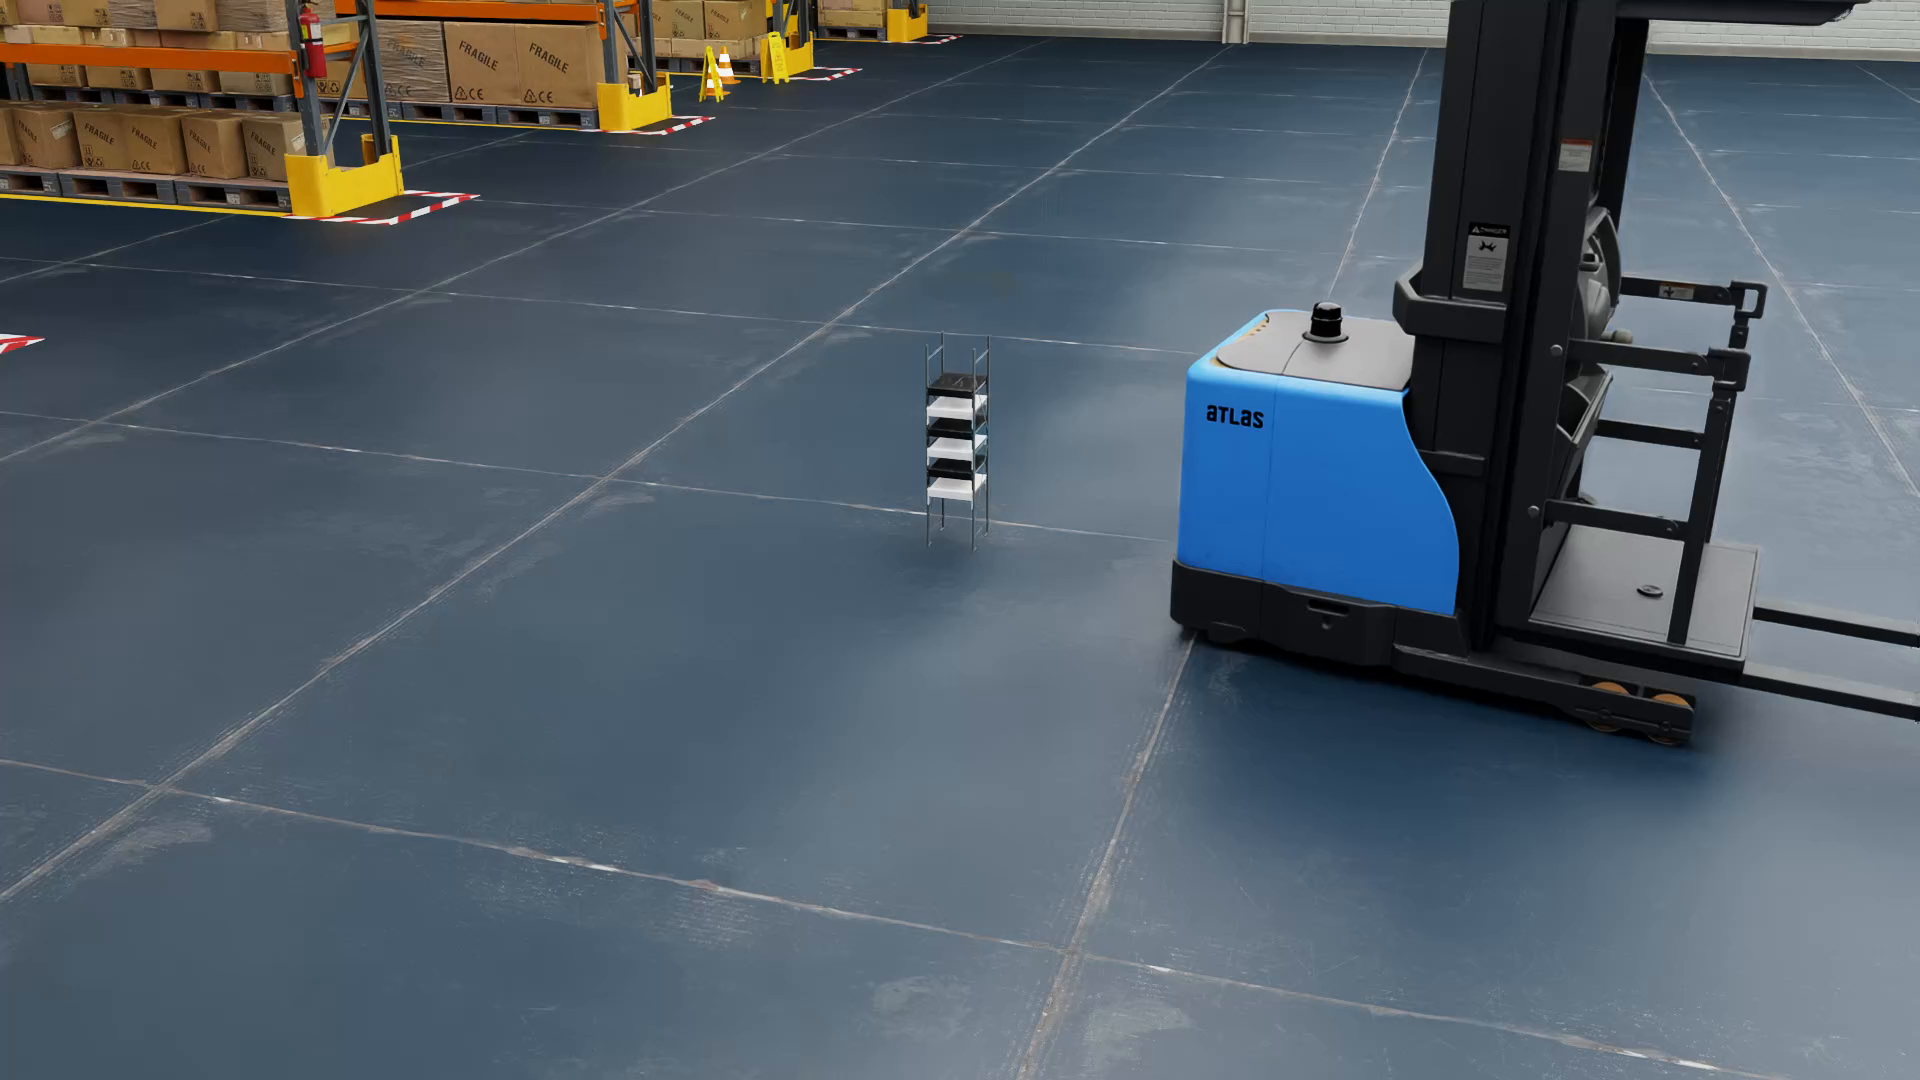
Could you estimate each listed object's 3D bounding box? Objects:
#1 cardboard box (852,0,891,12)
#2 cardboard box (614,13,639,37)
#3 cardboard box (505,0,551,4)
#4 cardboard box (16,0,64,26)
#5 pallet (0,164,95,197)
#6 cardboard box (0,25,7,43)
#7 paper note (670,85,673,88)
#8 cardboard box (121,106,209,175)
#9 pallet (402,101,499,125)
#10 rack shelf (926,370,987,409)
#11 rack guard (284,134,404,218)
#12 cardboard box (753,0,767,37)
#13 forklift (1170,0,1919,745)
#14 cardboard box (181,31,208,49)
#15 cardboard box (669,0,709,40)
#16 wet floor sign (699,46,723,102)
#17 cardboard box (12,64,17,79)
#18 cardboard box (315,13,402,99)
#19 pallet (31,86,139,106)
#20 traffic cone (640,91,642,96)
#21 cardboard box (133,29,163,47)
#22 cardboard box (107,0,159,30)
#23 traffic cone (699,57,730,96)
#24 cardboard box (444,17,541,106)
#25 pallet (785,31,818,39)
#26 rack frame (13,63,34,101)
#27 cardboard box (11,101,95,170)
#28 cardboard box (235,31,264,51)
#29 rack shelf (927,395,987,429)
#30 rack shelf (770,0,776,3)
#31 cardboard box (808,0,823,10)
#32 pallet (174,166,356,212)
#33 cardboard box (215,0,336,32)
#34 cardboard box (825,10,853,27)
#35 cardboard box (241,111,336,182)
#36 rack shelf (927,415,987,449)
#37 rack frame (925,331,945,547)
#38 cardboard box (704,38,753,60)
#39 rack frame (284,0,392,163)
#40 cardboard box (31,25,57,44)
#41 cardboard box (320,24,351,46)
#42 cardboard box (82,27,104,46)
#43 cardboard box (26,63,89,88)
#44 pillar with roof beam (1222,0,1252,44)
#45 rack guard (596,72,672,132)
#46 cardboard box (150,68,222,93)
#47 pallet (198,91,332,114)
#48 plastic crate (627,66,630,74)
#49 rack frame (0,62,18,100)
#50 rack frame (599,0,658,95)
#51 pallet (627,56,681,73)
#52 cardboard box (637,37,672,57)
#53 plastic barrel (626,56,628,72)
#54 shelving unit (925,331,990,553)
[{"bbox_3d":[-1.446,-8.775,27.120,0.500,0.250,0.500,6,23,15],"label":"cardboard box"},{"bbox_3d":[-4.650,-7.310,23.221,0.500,0.500,0.500,8,24,18],"label":"cardboard box"},{"bbox_3d":[-4.554,-6.214,18.269,0.550,0.550,0.875,7,23,16],"label":"cardboard box"},{"bbox_3d":[-7.622,-4.742,14.353,0.500,0.500,0.875,7,23,16],"label":"cardboard box"},{"bbox_3d":[-8.358,-3.365,15.194,1.213,0.211,1.003,7,23,16],"label":"pallet"},{"bbox_3d":[-8.168,-4.393,14.358,0.250,0.149,0.380,7,23,16],"label":"cardboard box"},{"bbox_3d":[-3.799,-5.884,21.575,0.142,0.019,0.148,-1,22,-3],"label":"paper note"},{"bbox_3d":[-6.951,-3.518,14.634,0.500,0.500,0.500,9,24,20],"label":"cardboard box"},{"bbox_3d":[-5.605,-4.971,19.112,1.213,0.211,1.003,7,23,15],"label":"pallet"},{"bbox_3d":[-0.008,-0.636,7.012,0.200,0.077,0.258,7,23,15],"label":"rack shelf"},{"bbox_3d":[-5.255,-3.129,14.239,0.348,0.500,1.175,7,23,16],"label":"rack guard"},{"bbox_3d":[-3.035,-7.338,23.288,0.500,0.500,0.500,6,23,14],"label":"cardboard box"},{"bbox_3d":[2.356,-0.898,5.597,3.031,2.935,1.130,11,25,25],"label":"forklift"},{"bbox_3d":[-6.243,-4.186,13.854,0.250,0.149,0.380,7,23,16],"label":"cardboard box"},{"bbox_3d":[-3.662,-7.196,22.941,0.500,0.500,0.500,7,23,17],"label":"cardboard box"},{"bbox_3d":[-3.053,-5.695,20.303,0.232,0.644,0.267,3,22,6],"label":"wet floor sign"},{"bbox_3d":[-12.017,-5.960,20.587,0.500,0.500,0.500,6,23,15],"label":"cardboard box"},{"bbox_3d":[-6.900,-5.623,19.273,0.875,0.875,0.875,7,23,16],"label":"cardboard box"},{"bbox_3d":[-10.579,-5.541,20.500,1.213,0.211,1.003,7,23,16],"label":"pallet"},{"bbox_3d":[-3.751,-5.468,19.992,0.334,0.463,0.336,7,23,16],"label":"traffic cone"},{"bbox_3d":[-6.716,-4.248,14.005,0.250,0.149,0.380,7,23,16],"label":"cardboard box"},{"bbox_3d":[-6.680,-4.613,14.039,0.500,0.500,0.875,7,23,16],"label":"cardboard box"},{"bbox_3d":[-3.099,-5.842,20.902,0.334,0.463,0.336,7,23,16],"label":"traffic cone"},{"bbox_3d":[-5.164,-5.425,18.790,0.875,0.875,0.875,6,23,15],"label":"cardboard box"},{"bbox_3d":[-2.798,-8.594,27.944,1.213,0.211,1.003,7,23,15],"label":"pallet"},{"bbox_3d":[-11.312,-6.945,20.248,0.127,3.000,1.000,7,23,16],"label":"rack frame"},{"bbox_3d":[-8.090,-3.635,14.919,0.500,0.500,0.500,15,27,32],"label":"cardboard box"},{"bbox_3d":[-5.754,-4.145,13.752,0.250,0.149,0.380,7,23,16],"label":"cardboard box"},{"bbox_3d":[-0.008,-0.553,7.046,0.200,0.077,0.258,7,23,15],"label":"rack shelf"},{"bbox_3d":[-4.234,-7.764,23.193,4.000,0.370,1.077,7,23,16],"label":"rack shelf"},{"bbox_3d":[-2.423,-8.882,27.383,0.500,0.250,0.500,6,23,14],"label":"cardboard box"},{"bbox_3d":[-6.022,-3.097,14.542,1.213,0.211,1.003,7,23,16],"label":"pallet"},{"bbox_3d":[-5.701,-4.531,13.840,0.500,0.500,0.875,7,23,16],"label":"cardboard box"},{"bbox_3d":[-1.904,-8.598,27.349,0.500,0.250,0.500,7,23,15],"label":"cardboard box"},{"bbox_3d":[-5.775,-3.389,14.321,0.500,0.500,0.500,11,25,25],"label":"cardboard box"},{"bbox_3d":[-0.008,-0.470,7.080,0.200,0.077,0.258,7,23,15],"label":"rack shelf"},{"bbox_3d":[-0.105,-0.428,7.129,0.006,0.900,0.240,7,23,16],"label":"rack frame"},{"bbox_3d":[-3.194,-6.793,22.948,0.500,0.250,0.500,6,23,15],"label":"cardboard box"},{"bbox_3d":[-5.182,-4.277,13.744,0.127,3.000,1.000,7,23,16],"label":"rack frame"},{"bbox_3d":[-7.689,-4.338,14.225,0.250,0.149,0.380,7,23,16],"label":"cardboard box"},{"bbox_3d":[-5.386,-4.279,14.079,0.250,0.149,0.380,7,23,16],"label":"cardboard box"},{"bbox_3d":[-7.200,-4.296,14.121,0.250,0.149,0.380,7,23,16],"label":"cardboard box"},{"bbox_3d":[-10.755,-5.999,20.353,0.750,0.750,1.050,6,23,15],"label":"cardboard box"},{"bbox_3d":[3.205,-10.639,21.349,0.400,9.000,9.100,7,23,16],"label":"pillar with roof beam"},{"bbox_3d":[-3.630,-4.909,18.578,0.348,0.500,1.175,7,23,16],"label":"rack guard"},{"bbox_3d":[-9.025,-5.802,19.874,0.750,0.750,1.050,7,23,15],"label":"cardboard box"},{"bbox_3d":[-8.243,-5.274,19.848,1.213,0.211,1.003,7,23,16],"label":"pallet"},{"bbox_3d":[-4.883,-6.495,22.999,0.583,0.080,0.402,-1,22,-3],"label":"plastic crate"},{"bbox_3d":[-9.012,-4.715,14.813,0.127,3.000,1.000,7,23,16],"label":"rack frame"},{"bbox_3d":[-3.653,-6.068,18.110,0.127,3.000,1.000,7,23,16],"label":"rack frame"},{"bbox_3d":[-4.324,-6.832,23.648,1.213,0.211,1.003,7,23,16],"label":"pallet"},{"bbox_3d":[-4.167,-6.906,23.222,0.500,0.250,0.500,6,23,14],"label":"cardboard box"},{"bbox_3d":[-4.734,-6.362,22.222,0.512,0.421,0.421,-14,26,-30],"label":"plastic barrel"},{"bbox_3d":[-0.008,-0.417,7.101,0.210,0.900,0.258,7,23,16],"label":"shelving unit"}]
